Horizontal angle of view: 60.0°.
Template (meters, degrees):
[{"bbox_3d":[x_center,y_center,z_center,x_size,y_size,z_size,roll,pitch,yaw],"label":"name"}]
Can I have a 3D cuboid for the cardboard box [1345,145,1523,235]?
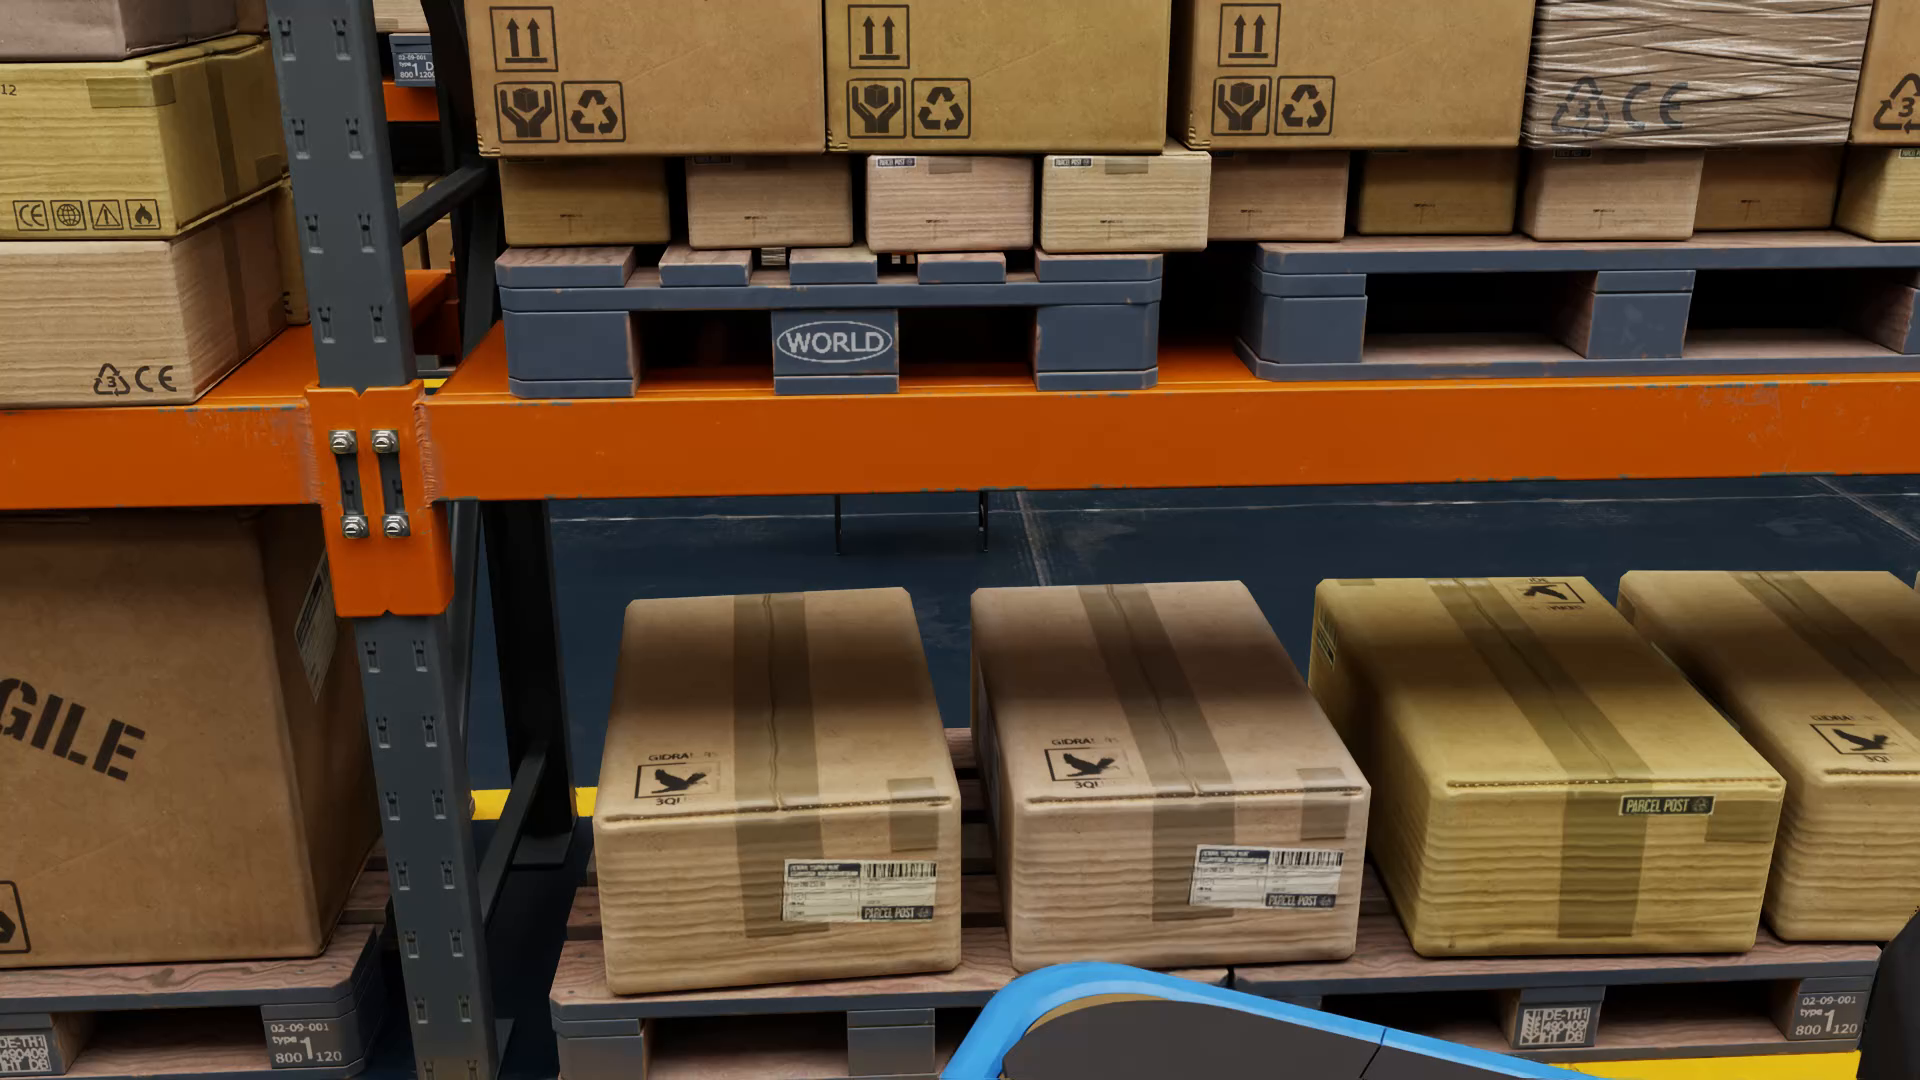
[{"bbox_3d":[0.757,-0.623,2.806,0.250,0.149,0.380,0,21,-1],"label":"cardboard box"}]

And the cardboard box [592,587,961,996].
[{"bbox_3d":[-0.365,0.453,3.318,0.625,0.372,0.950,-3,21,-7],"label":"cardboard box"}]

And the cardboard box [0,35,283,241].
[{"bbox_3d":[-1.399,-0.634,2.579,0.500,0.250,0.500,-1,21,-3],"label":"cardboard box"}]

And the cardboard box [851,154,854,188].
[{"bbox_3d":[-0.104,-0.792,3.248,0.250,0.149,0.380,-1,21,-4],"label":"cardboard box"}]

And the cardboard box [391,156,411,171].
[{"bbox_3d":[-2.801,-1.741,7.988,0.250,0.149,0.380,-2,21,-4],"label":"cardboard box"}]

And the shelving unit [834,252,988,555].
[{"bbox_3d":[-0.165,-0.557,5.399,0.503,1.200,0.258,-1,21,-3],"label":"shelving unit"}]

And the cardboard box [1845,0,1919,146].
[{"bbox_3d":[1.605,-0.924,2.684,0.500,0.500,0.500,0,21,-1],"label":"cardboard box"}]

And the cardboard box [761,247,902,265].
[{"bbox_3d":[-0.594,-1.428,7.903,0.625,0.625,0.875,-1,21,-1],"label":"cardboard box"}]

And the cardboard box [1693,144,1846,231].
[{"bbox_3d":[1.277,-0.638,2.843,0.250,0.149,0.380,-2,21,-5],"label":"cardboard box"}]

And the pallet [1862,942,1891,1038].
[{"bbox_3d":[2.286,0.668,3.571,1.213,0.211,1.003,-1,21,-3],"label":"pallet"}]

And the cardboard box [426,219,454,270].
[{"bbox_3d":[-2.127,-1.270,7.665,0.500,0.500,0.500,-1,21,-4],"label":"cardboard box"}]

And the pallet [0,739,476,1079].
[{"bbox_3d":[-1.722,0.722,3.428,1.213,0.211,1.003,-1,21,-3],"label":"pallet"}]

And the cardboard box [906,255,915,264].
[{"bbox_3d":[0.058,-1.444,7.946,0.625,0.625,0.875,0,21,-1],"label":"cardboard box"}]

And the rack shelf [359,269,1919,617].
[{"bbox_3d":[1.067,-0.275,3.139,4.000,0.370,1.077,-1,21,-3],"label":"rack shelf"}]

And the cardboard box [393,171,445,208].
[{"bbox_3d":[-2.498,-1.570,7.539,0.250,0.149,0.380,-1,21,-1],"label":"cardboard box"}]

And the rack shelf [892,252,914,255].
[{"bbox_3d":[-0.165,-0.925,5.259,0.480,0.148,0.258,-1,21,-3],"label":"rack shelf"}]

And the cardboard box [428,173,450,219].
[{"bbox_3d":[-2.232,-1.559,7.511,0.250,0.149,0.380,-2,21,-5],"label":"cardboard box"}]

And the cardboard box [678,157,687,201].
[{"bbox_3d":[-0.616,-0.740,3.111,0.250,0.149,0.380,0,21,-1],"label":"cardboard box"}]

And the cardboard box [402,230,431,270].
[{"bbox_3d":[-2.650,-1.259,7.635,0.500,0.500,0.500,0,21,-1],"label":"cardboard box"}]

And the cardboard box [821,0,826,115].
[{"bbox_3d":[-0.492,-1.061,3.042,0.500,0.500,0.500,-2,21,-5],"label":"cardboard box"}]

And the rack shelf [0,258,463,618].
[{"bbox_3d":[-2.927,-0.194,2.925,4.000,0.370,1.077,-1,21,-3],"label":"rack shelf"}]

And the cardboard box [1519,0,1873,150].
[{"bbox_3d":[1.082,-0.913,2.655,0.500,0.500,0.500,-2,21,-5],"label":"cardboard box"}]

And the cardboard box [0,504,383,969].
[{"bbox_3d":[-1.624,0.211,3.248,0.875,0.875,0.875,-1,21,-4],"label":"cardboard box"}]

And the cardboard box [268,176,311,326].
[{"bbox_3d":[-1.433,-0.580,3.139,0.500,0.250,0.500,-2,21,-4],"label":"cardboard box"}]

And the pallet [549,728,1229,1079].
[{"bbox_3d":[-0.150,0.717,3.440,1.213,0.211,1.003,-1,21,-3],"label":"pallet"}]

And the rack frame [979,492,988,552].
[{"bbox_3d":[0.078,-0.562,5.412,0.015,1.200,0.240,-1,21,-3],"label":"rack frame"}]

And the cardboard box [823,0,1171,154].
[{"bbox_3d":[0.052,-0.893,2.601,0.500,0.500,0.500,0,21,0],"label":"cardboard box"}]

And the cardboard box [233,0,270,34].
[{"bbox_3d":[-1.436,-1.161,2.910,0.500,0.500,0.500,-2,21,-5],"label":"cardboard box"}]

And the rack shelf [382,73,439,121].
[{"bbox_3d":[-3.214,-1.957,7.556,4.000,0.370,1.077,-1,21,-3],"label":"rack shelf"}]

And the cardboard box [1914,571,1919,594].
[{"bbox_3d":[2.540,0.392,3.480,0.625,0.372,0.950,-1,21,-2],"label":"cardboard box"}]

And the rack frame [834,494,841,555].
[{"bbox_3d":[-0.409,-0.552,5.386,0.015,1.200,0.240,-1,21,-3],"label":"rack frame"}]

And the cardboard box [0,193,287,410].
[{"bbox_3d":[-1.420,-0.398,2.661,0.500,0.250,0.500,-2,21,-5],"label":"cardboard box"}]

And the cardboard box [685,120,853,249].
[{"bbox_3d":[-0.311,-0.584,2.702,0.250,0.149,0.380,-2,21,-6],"label":"cardboard box"}]

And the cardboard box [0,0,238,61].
[{"bbox_3d":[-1.431,-0.981,2.437,0.500,0.500,0.500,-2,21,-5],"label":"cardboard box"}]

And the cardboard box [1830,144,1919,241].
[{"bbox_3d":[1.546,-0.607,2.761,0.250,0.149,0.380,-1,21,-3],"label":"cardboard box"}]

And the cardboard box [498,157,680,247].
[{"bbox_3d":[-0.595,-0.590,2.718,0.250,0.149,0.380,-2,21,-6],"label":"cardboard box"}]

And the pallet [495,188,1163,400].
[{"bbox_3d":[-0.225,-0.533,3.075,1.003,0.211,1.213,-1,21,-3],"label":"pallet"}]

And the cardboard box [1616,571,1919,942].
[{"bbox_3d":[1.822,0.407,3.438,0.625,0.372,0.950,0,21,0],"label":"cardboard box"}]

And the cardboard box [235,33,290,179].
[{"bbox_3d":[-1.450,-0.812,3.045,0.500,0.250,0.500,-1,21,-3],"label":"cardboard box"}]

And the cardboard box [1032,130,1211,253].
[{"bbox_3d":[0.241,-0.571,2.669,0.250,0.149,0.380,-1,21,-3],"label":"cardboard box"}]

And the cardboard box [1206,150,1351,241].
[{"bbox_3d":[0.477,-0.604,2.754,0.250,0.149,0.380,0,21,0],"label":"cardboard box"}]

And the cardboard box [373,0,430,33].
[{"bbox_3d":[-2.252,-2.324,7.129,0.500,0.250,0.500,-2,21,-6],"label":"cardboard box"}]

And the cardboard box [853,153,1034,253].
[{"bbox_3d":[-0.035,-0.573,2.673,0.250,0.149,0.380,-3,21,-7],"label":"cardboard box"}]

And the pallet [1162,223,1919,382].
[{"bbox_3d":[1.044,-0.536,3.082,1.213,0.211,1.003,-1,21,-3],"label":"pallet"}]

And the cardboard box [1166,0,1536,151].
[{"bbox_3d":[0.582,-0.906,2.636,0.500,0.500,0.500,-1,21,-2],"label":"cardboard box"}]

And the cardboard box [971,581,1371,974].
[{"bbox_3d":[0.371,0.435,3.364,0.625,0.372,0.950,-2,21,-4],"label":"cardboard box"}]

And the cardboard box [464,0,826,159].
[{"bbox_3d":[-0.468,-0.880,2.567,0.500,0.500,0.500,-2,21,-5],"label":"cardboard box"}]

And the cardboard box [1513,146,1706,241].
[{"bbox_3d":[1.021,-0.606,2.759,0.250,0.149,0.380,-1,21,-1],"label":"cardboard box"}]

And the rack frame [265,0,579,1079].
[{"bbox_3d":[-0.930,-0.571,2.904,0.127,3.000,1.000,-1,21,-3],"label":"rack frame"}]

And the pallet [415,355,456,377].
[{"bbox_3d":[-1.965,-1.029,8.027,1.213,0.211,1.003,-1,21,-3],"label":"pallet"}]

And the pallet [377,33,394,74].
[{"bbox_3d":[-3.158,-2.203,7.461,1.213,0.211,1.003,-1,21,-3],"label":"pallet"}]

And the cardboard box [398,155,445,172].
[{"bbox_3d":[-2.543,-1.763,8.048,0.250,0.149,0.380,-2,21,-6],"label":"cardboard box"}]

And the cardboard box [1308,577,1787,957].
[{"bbox_3d":[1.128,0.422,3.400,0.625,0.372,0.950,0,21,-1],"label":"cardboard box"}]

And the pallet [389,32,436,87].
[{"bbox_3d":[-1.890,-2.205,7.468,1.003,0.211,1.213,-1,21,-3],"label":"pallet"}]

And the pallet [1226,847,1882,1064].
[{"bbox_3d":[1.065,0.694,3.503,1.213,0.211,1.003,-1,21,-3],"label":"pallet"}]
